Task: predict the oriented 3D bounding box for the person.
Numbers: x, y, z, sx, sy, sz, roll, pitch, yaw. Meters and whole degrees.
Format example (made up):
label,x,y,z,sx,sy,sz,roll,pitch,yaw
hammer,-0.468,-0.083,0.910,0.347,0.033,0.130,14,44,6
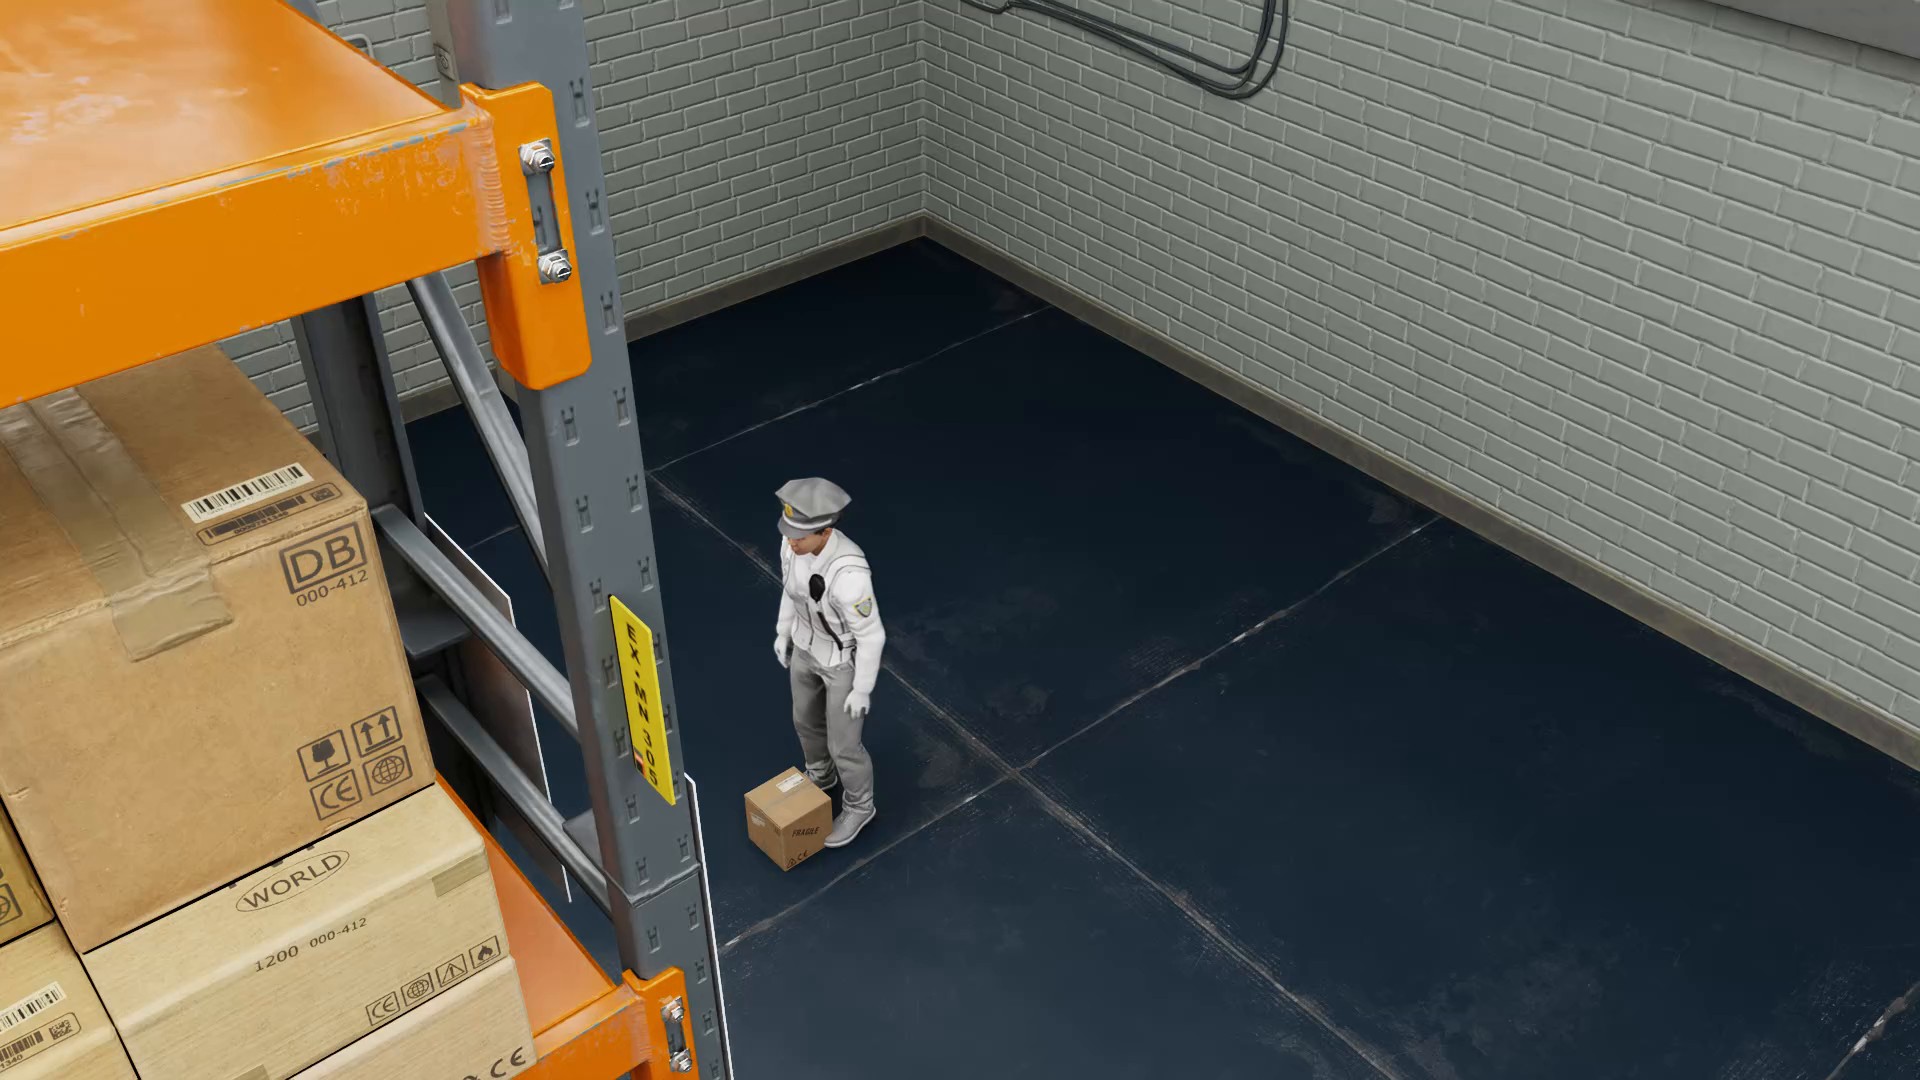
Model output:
label,x,y,z,sx,sy,sz,roll,pitch,yaw
person,-0.507,0.464,6.434,0.369,1.666,0.545,-28,45,-33
